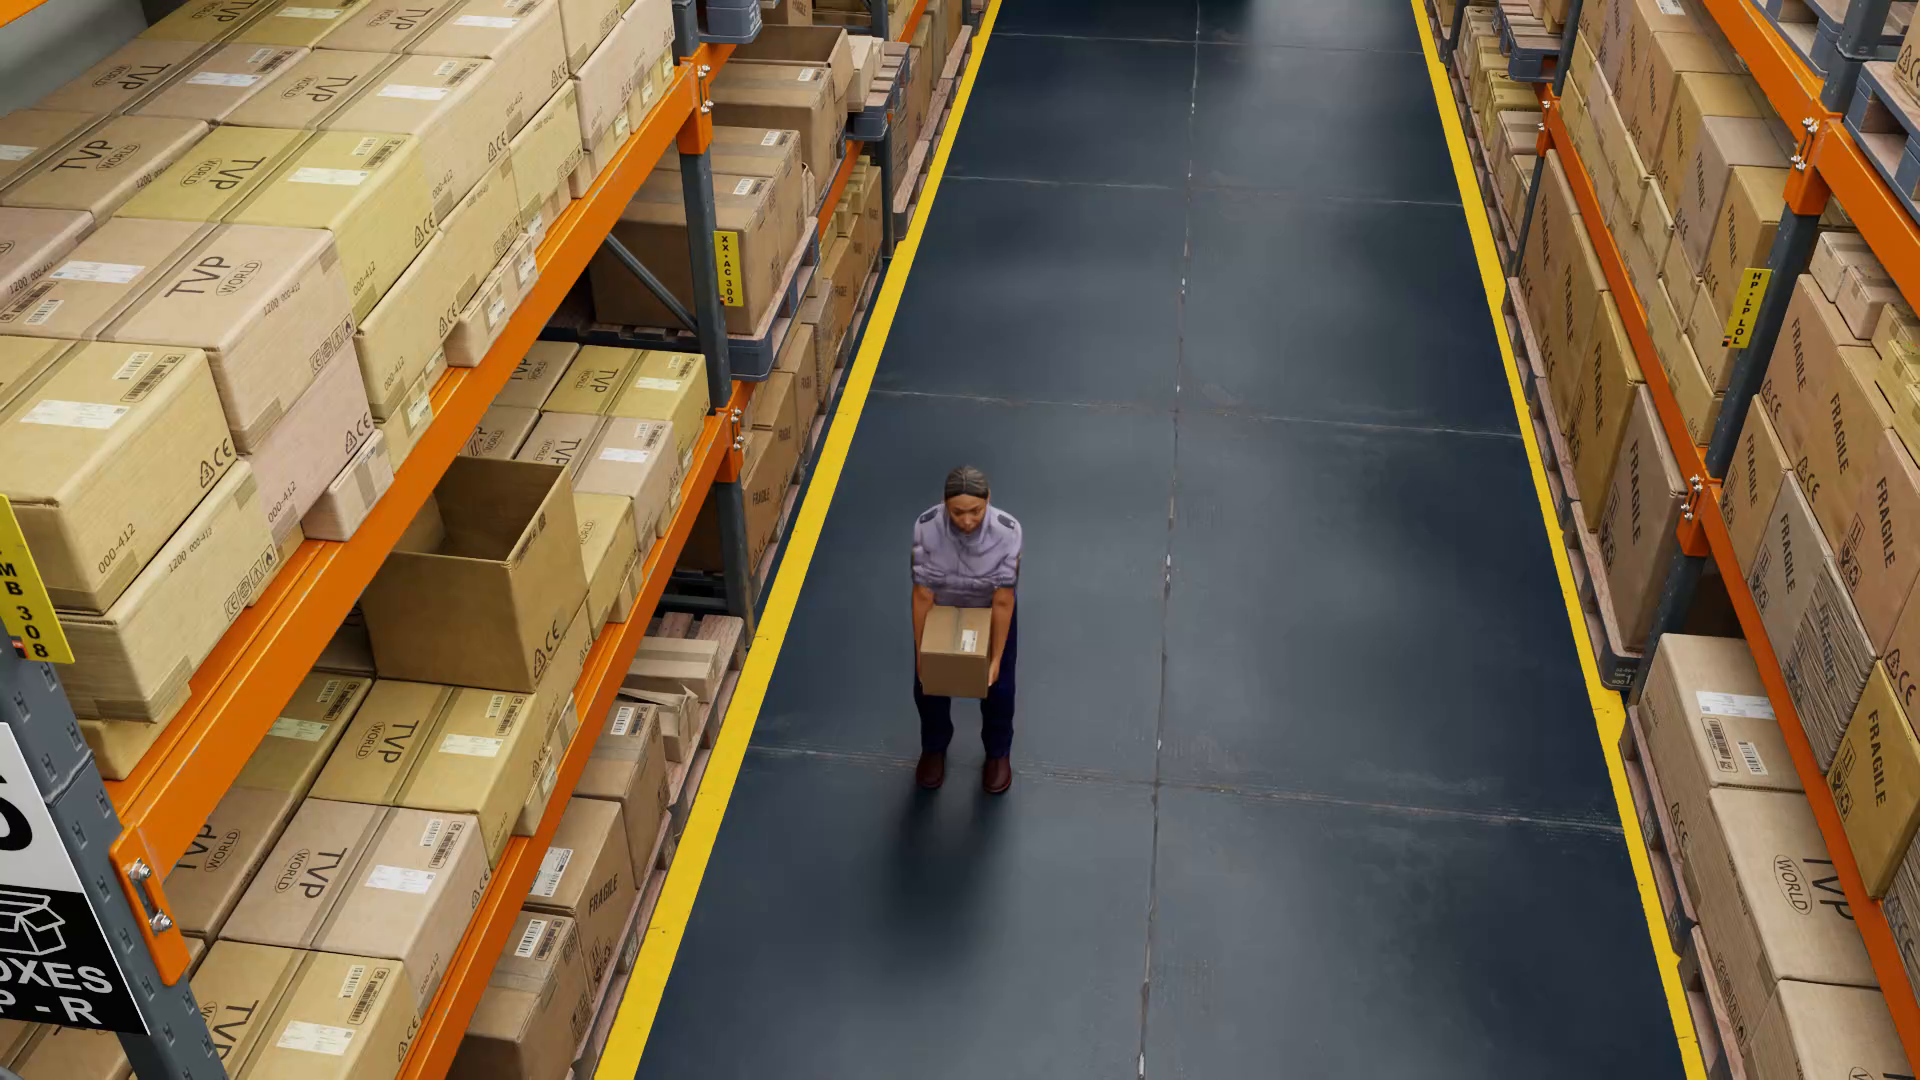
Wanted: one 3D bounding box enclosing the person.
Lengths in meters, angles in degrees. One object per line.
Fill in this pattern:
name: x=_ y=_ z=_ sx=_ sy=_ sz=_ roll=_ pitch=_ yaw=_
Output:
person: x=0.020 y=0.362 z=6.586 sx=0.435 sy=1.625 sz=0.558 roll=4 pitch=37 yaw=5
